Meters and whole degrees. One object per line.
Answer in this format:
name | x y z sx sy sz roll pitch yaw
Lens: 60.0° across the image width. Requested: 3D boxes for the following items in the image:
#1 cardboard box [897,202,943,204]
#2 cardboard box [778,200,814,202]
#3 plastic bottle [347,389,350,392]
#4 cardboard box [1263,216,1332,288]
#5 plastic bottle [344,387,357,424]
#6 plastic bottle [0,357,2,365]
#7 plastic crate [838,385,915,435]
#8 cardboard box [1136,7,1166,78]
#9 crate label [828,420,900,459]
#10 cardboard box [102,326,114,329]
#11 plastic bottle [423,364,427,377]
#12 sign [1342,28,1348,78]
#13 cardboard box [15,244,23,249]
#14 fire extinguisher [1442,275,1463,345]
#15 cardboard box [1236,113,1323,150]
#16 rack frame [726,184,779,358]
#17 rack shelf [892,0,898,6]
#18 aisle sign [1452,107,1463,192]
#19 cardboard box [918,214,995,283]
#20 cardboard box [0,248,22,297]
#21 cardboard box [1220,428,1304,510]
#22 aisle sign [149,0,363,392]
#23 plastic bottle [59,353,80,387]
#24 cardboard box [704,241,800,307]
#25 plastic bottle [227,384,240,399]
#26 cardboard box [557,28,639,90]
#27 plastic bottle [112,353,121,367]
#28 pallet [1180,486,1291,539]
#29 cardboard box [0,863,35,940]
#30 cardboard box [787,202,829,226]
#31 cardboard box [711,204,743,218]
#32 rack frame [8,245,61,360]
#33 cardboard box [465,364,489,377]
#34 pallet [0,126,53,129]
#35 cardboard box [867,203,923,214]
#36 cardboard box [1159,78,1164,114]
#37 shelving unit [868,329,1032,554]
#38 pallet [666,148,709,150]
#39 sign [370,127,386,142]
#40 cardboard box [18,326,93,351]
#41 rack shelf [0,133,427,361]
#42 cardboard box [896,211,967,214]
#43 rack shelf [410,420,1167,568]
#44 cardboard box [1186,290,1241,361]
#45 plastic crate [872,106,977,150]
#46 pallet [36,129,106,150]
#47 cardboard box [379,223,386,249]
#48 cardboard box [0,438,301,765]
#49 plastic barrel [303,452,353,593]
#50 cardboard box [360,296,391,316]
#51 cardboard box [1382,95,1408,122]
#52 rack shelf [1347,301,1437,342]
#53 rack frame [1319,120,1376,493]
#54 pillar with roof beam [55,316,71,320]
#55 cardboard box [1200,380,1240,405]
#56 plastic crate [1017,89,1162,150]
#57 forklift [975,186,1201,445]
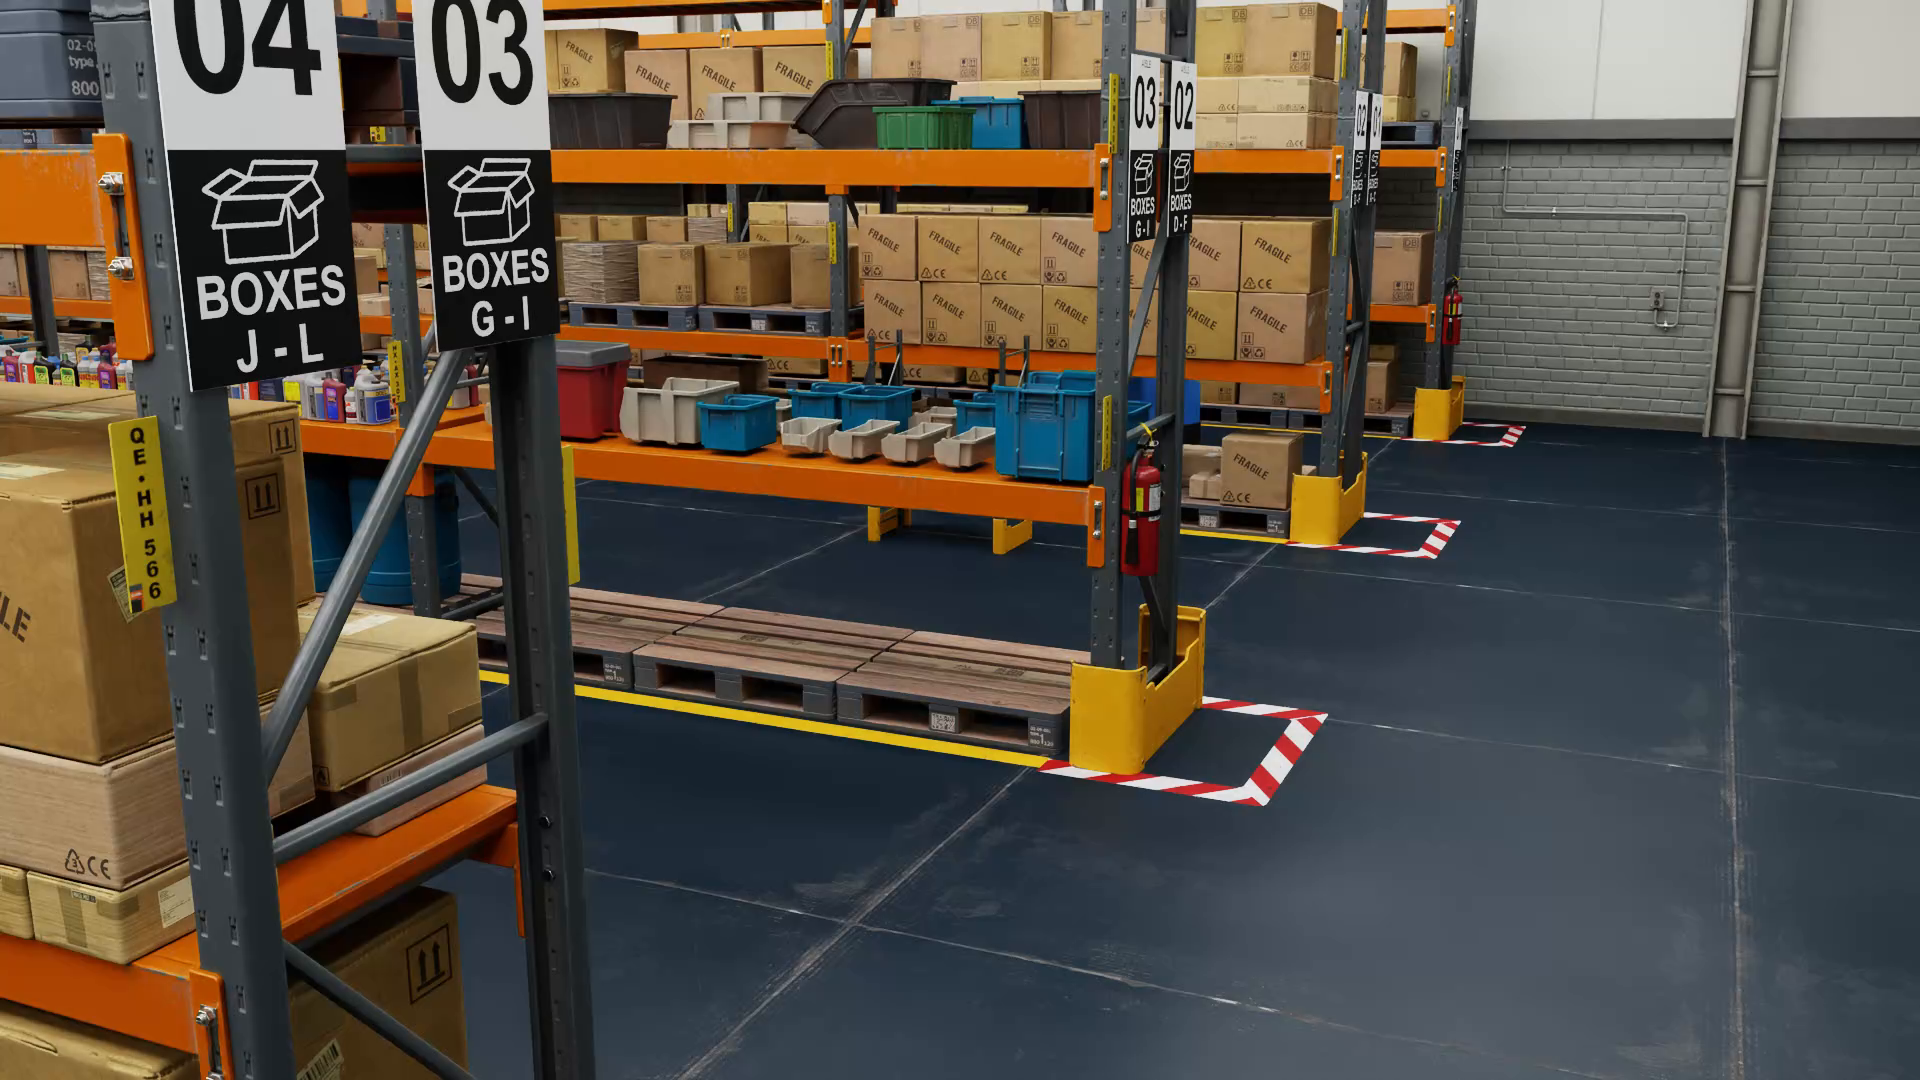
cardboard box | -0.519 -3.757 19.143 0.500 0.250 0.500 5 14 22
cardboard box | -1.924 -3.901 19.756 0.500 0.250 0.500 6 15 25
plastic bottle | -3.505 -0.783 9.460 0.097 0.201 0.097 0 13 0
cardboard box | 2.569 -2.176 12.556 0.500 0.500 0.500 6 15 25
plastic bottle | -3.408 -0.758 9.354 0.097 0.201 0.097 0 13 0
plastic bottle | -6.097 -1.064 10.505 0.097 0.271 0.097 0 13 0
plastic crate | -0.438 -0.672 8.786 0.300 0.233 0.416 6 14 23
cardboard box | 1.468 -3.673 12.366 0.500 0.500 0.700 6 14 23
crate label | -0.485 -0.500 8.263 0.243 0.136 0.396 6 14 23
cardboard box | -8.862 -2.039 17.836 0.500 0.500 0.500 6 14 23
plastic bottle | -3.286 -0.969 10.101 0.097 0.271 0.097 0 13 0
sign | 2.624 -3.322 11.342 0.005 0.325 0.100 6 14 23
cardboard box | -9.600 -3.118 17.337 0.250 0.149 0.380 6 15 25
fire extinguisher | 4.821 -2.250 16.264 0.183 0.674 0.296 6 14 23
cardboard box | 2.291 -2.925 11.915 0.500 0.250 0.500 6 14 23
rack frame | -2.444 -3.320 19.838 0.127 3.000 1.000 6 14 23
rack shelf | 1.039 -4.299 12.458 4.000 0.370 1.077 6 14 23
aisle sign | 4.815 -3.776 16.091 0.004 0.787 0.394 6 14 23
cardboard box | -0.001 -2.300 13.085 0.500 0.500 0.500 5 14 21
cardboard box | -9.923 -2.885 17.767 0.500 0.500 0.700 6 15 25
cardboard box | 2.271 -0.541 12.503 0.500 0.500 0.500 6 14 23
aisle sign | -1.204 -0.672 2.863 0.004 0.787 0.394 6 14 23
plastic bottle | -5.454 -1.000 10.207 0.133 0.283 0.061 6 14 23
cardboard box | -1.787 -2.309 14.391 0.500 0.500 0.700 8 16 32
plastic bottle | -4.209 -0.882 9.720 0.135 0.276 0.152 6 14 23
cardboard box | -3.118 -4.145 14.379 0.500 0.500 0.500 6 14 23
plastic bottle | -5.605 -1.170 11.109 0.097 0.201 0.097 0 13 0
pallet | 2.069 -0.268 12.934 1.213 0.211 1.003 6 14 23
cardboard box | -1.846 0.658 3.433 0.250 0.149 0.380 6 14 24
cardboard box | -1.642 -3.743 19.085 0.500 0.250 0.500 6 14 22
cardboard box | -2.771 -3.924 19.811 0.250 0.149 0.380 4 14 16
rack frame | -6.457 -1.251 11.019 0.127 3.000 1.000 6 14 23
cardboard box | -4.807 -1.534 16.097 0.500 0.311 0.500 6 15 25
pallet | -2.950 -1.072 3.886 1.213 0.211 1.003 6 14 23
cardboard box | -0.714 -3.652 18.695 0.500 0.250 0.500 5 14 22
cardboard box | 1.382 -3.263 12.263 0.500 0.250 0.500 6 14 23
shelving unit | -0.070 -0.737 12.114 1.083 1.500 0.587 6 14 23
pallet | -2.307 -3.454 14.254 1.003 0.211 1.213 6 14 23
sign | -3.024 -2.231 8.609 0.005 0.325 0.100 6 14 23
cardboard box | -9.528 -1.977 17.574 0.500 0.500 0.500 6 14 23
rack shelf | -2.977 -0.771 3.984 4.000 0.370 1.077 6 14 23
cardboard box | -0.223 -2.458 13.755 0.500 0.500 0.500 6 14 24
rack shelf | -0.971 -0.345 8.735 4.000 0.370 1.077 6 14 23
cardboard box | 1.872 -1.625 12.397 0.500 0.500 0.500 6 14 24
plastic crate | -0.160 -1.899 7.681 0.336 0.188 0.450 6 14 23
pallet | -4.594 -2.406 9.788 1.213 0.211 1.003 6 14 23
cardboard box | -7.117 -4.016 21.447 0.500 0.500 0.500 6 14 23
cardboard box | -1.700 0.097 3.312 0.500 0.500 0.500 6 14 24
plastic barrel | -3.937 -0.183 10.143 0.708 0.901 0.600 6 14 23
cardboard box | -5.381 -2.188 15.564 0.250 0.149 0.380 6 14 23
cardboard box | 4.093 -4.233 16.351 0.500 0.250 0.500 6 15 25
rack shelf | 3.042 -2.415 17.554 4.000 0.370 1.077 6 14 23
rack frame | 2.867 -1.545 12.272 0.127 3.000 1.000 6 14 23
pillar with roof beam | -15.997 -6.753 21.335 0.400 9.000 9.100 6 14 23
cardboard box | 2.782 -1.752 17.706 0.500 0.500 0.700 6 15 25
plastic crate | 0.619 -2.001 7.937 0.590 0.269 0.497 6 14 23
forklift | 0.825 -2.377 15.970 3.031 2.935 1.130 11 17 40
